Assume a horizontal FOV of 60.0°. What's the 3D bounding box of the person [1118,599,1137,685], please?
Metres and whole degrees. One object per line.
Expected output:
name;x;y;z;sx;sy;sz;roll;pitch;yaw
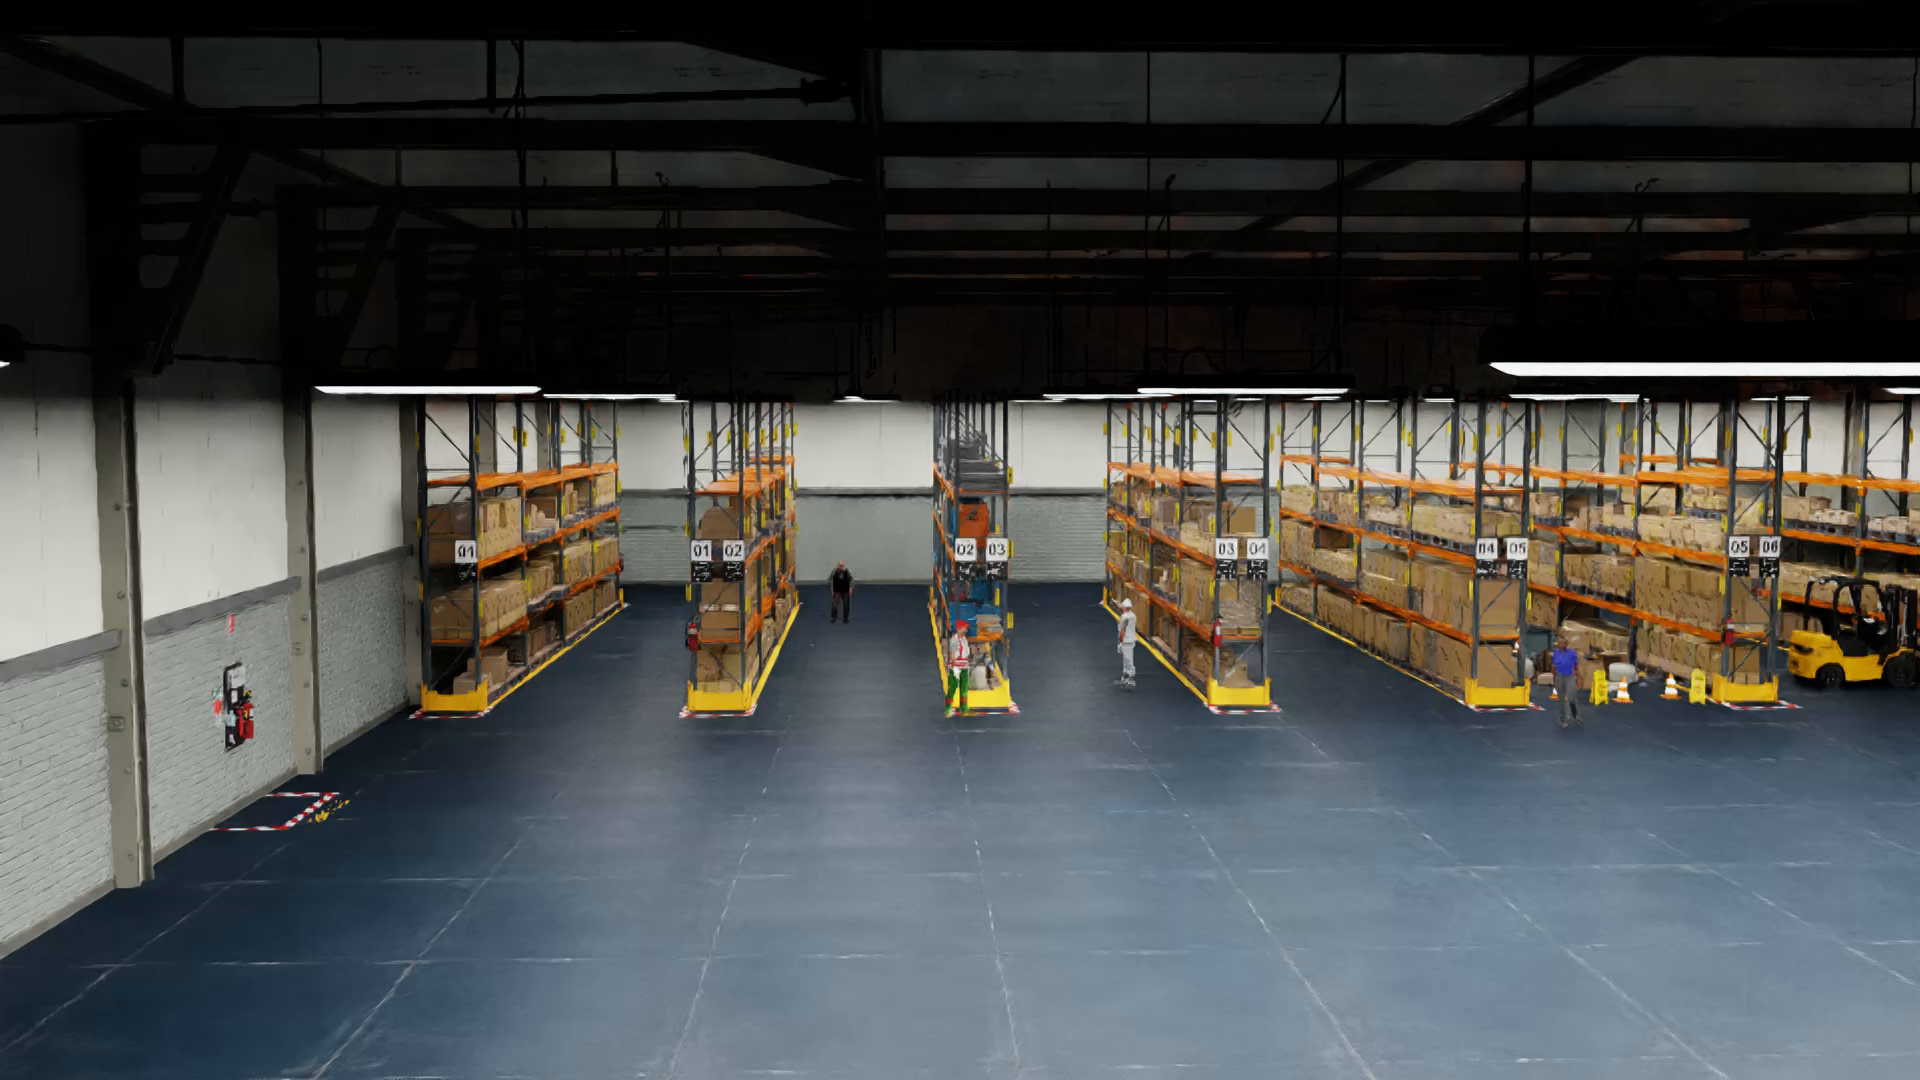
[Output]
person;3.402;2.054;33.545;0.419;1.729;0.446;2;5;25

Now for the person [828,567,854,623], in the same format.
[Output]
person;-3.117;1.431;43.598;0.677;1.495;0.478;0;5;-5

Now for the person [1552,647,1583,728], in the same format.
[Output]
person;5.612;2.069;35.203;15.542;1.579;3.817;3;6;35

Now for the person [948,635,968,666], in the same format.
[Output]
person;-0.025;2.001;30.415;0.316;0.557;0.408;3;5;32
